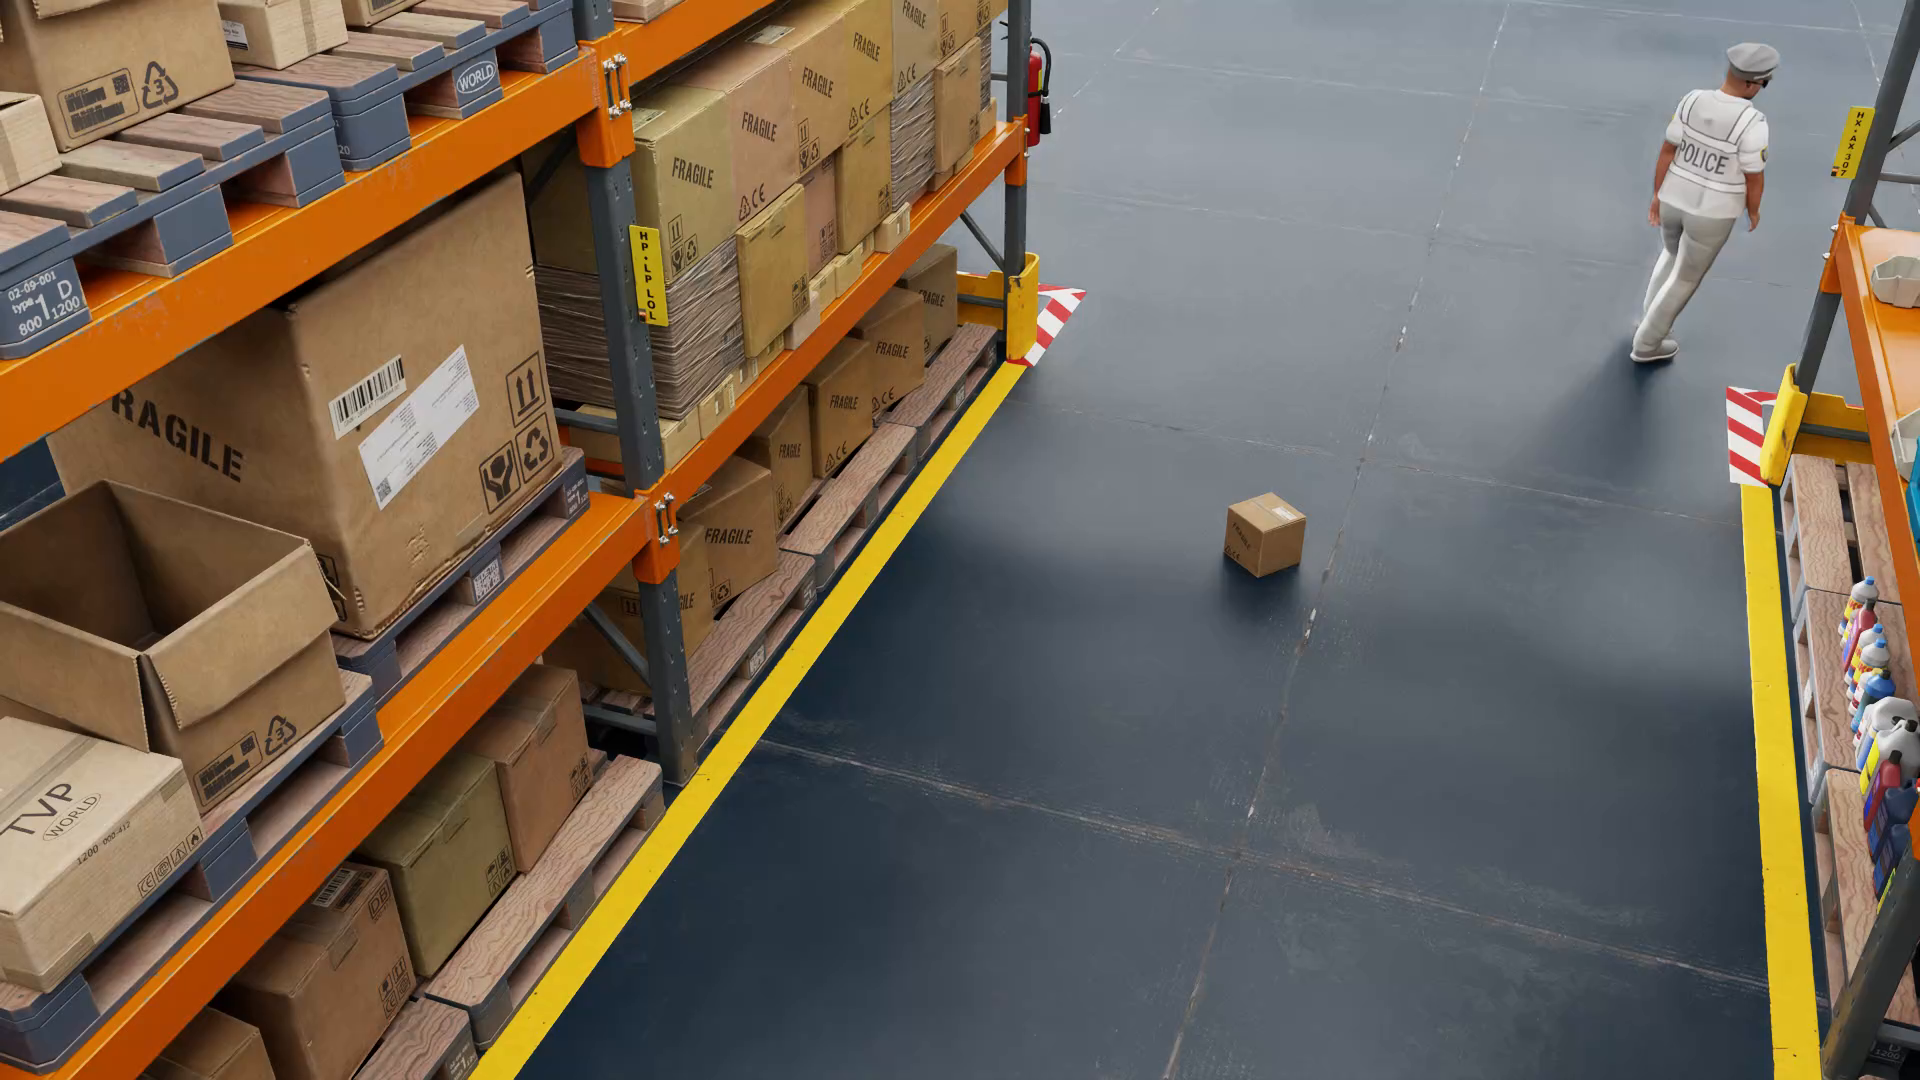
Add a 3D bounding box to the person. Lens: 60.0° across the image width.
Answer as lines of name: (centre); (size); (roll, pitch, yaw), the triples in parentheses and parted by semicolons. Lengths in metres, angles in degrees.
person: (3.976, -1.753, 8.874); (0.595, 1.808, 0.588); (-18, 37, -26)
